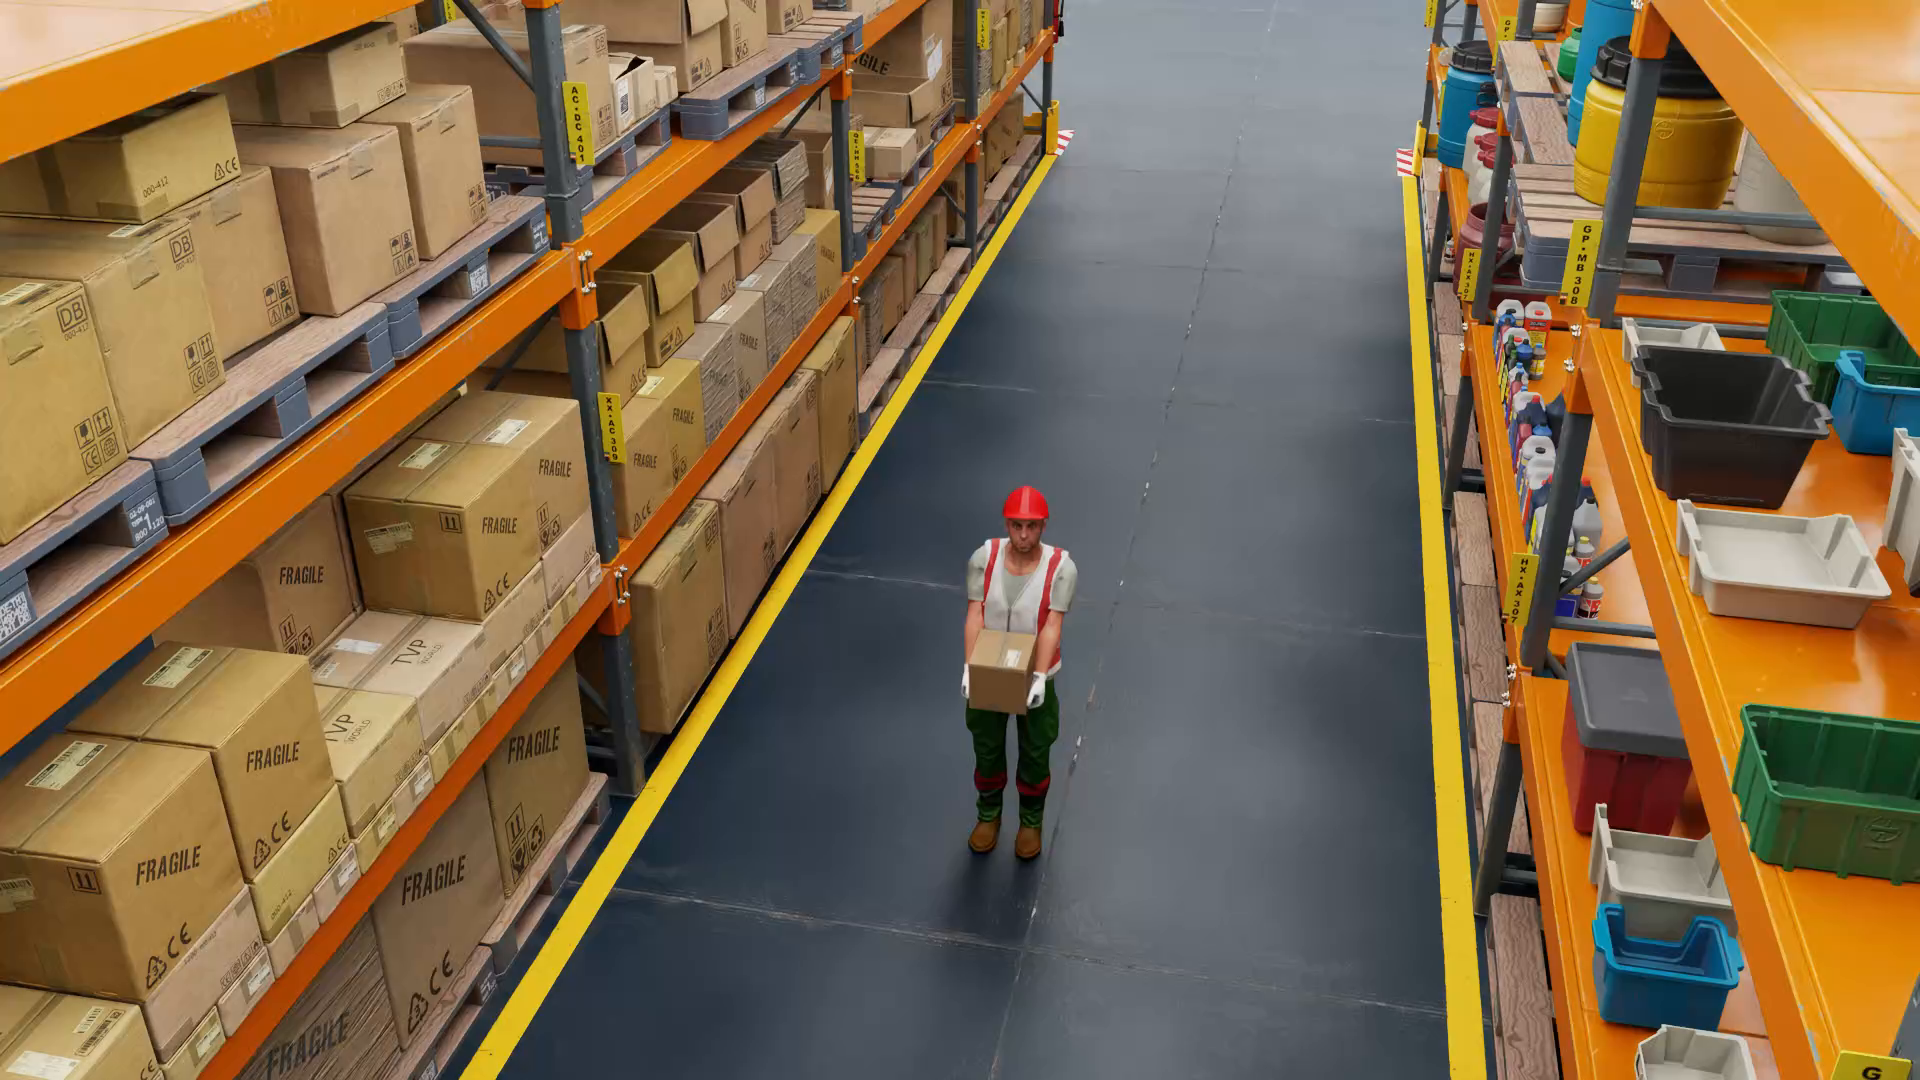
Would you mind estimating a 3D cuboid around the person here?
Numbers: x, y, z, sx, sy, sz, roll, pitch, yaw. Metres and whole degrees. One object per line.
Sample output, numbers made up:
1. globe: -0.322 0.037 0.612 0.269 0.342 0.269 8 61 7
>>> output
1. person: 0.230 0.637 7.433 0.473 1.782 0.570 6 29 11
